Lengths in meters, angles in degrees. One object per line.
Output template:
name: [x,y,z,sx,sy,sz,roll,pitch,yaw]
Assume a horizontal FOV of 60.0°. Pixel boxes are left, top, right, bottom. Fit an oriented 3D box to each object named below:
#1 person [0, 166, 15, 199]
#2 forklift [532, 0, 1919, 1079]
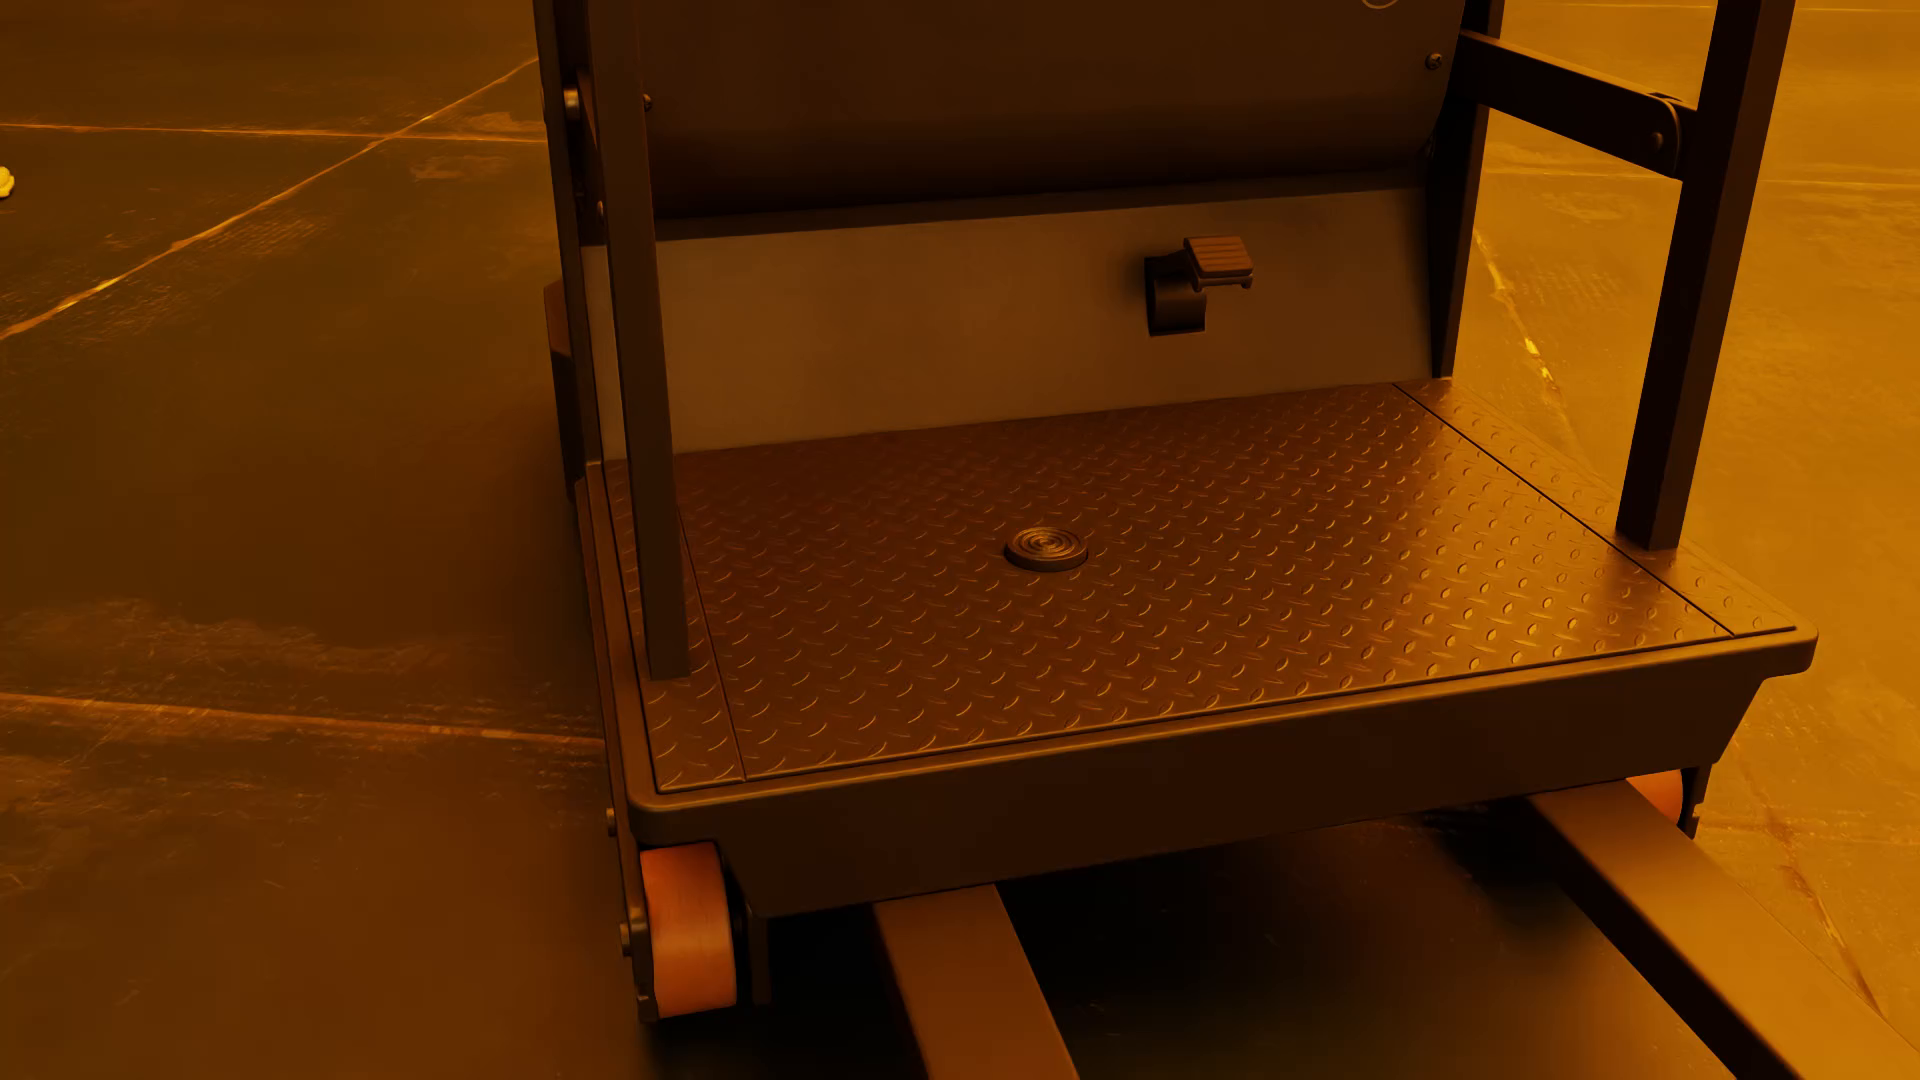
person: [-2.703,-1.607,3.777,0.780,1.737,0.516,11,28,20]
forklift: [0.153,-1.049,1.319,1.130,2.935,3.031,-7,27,-13]
